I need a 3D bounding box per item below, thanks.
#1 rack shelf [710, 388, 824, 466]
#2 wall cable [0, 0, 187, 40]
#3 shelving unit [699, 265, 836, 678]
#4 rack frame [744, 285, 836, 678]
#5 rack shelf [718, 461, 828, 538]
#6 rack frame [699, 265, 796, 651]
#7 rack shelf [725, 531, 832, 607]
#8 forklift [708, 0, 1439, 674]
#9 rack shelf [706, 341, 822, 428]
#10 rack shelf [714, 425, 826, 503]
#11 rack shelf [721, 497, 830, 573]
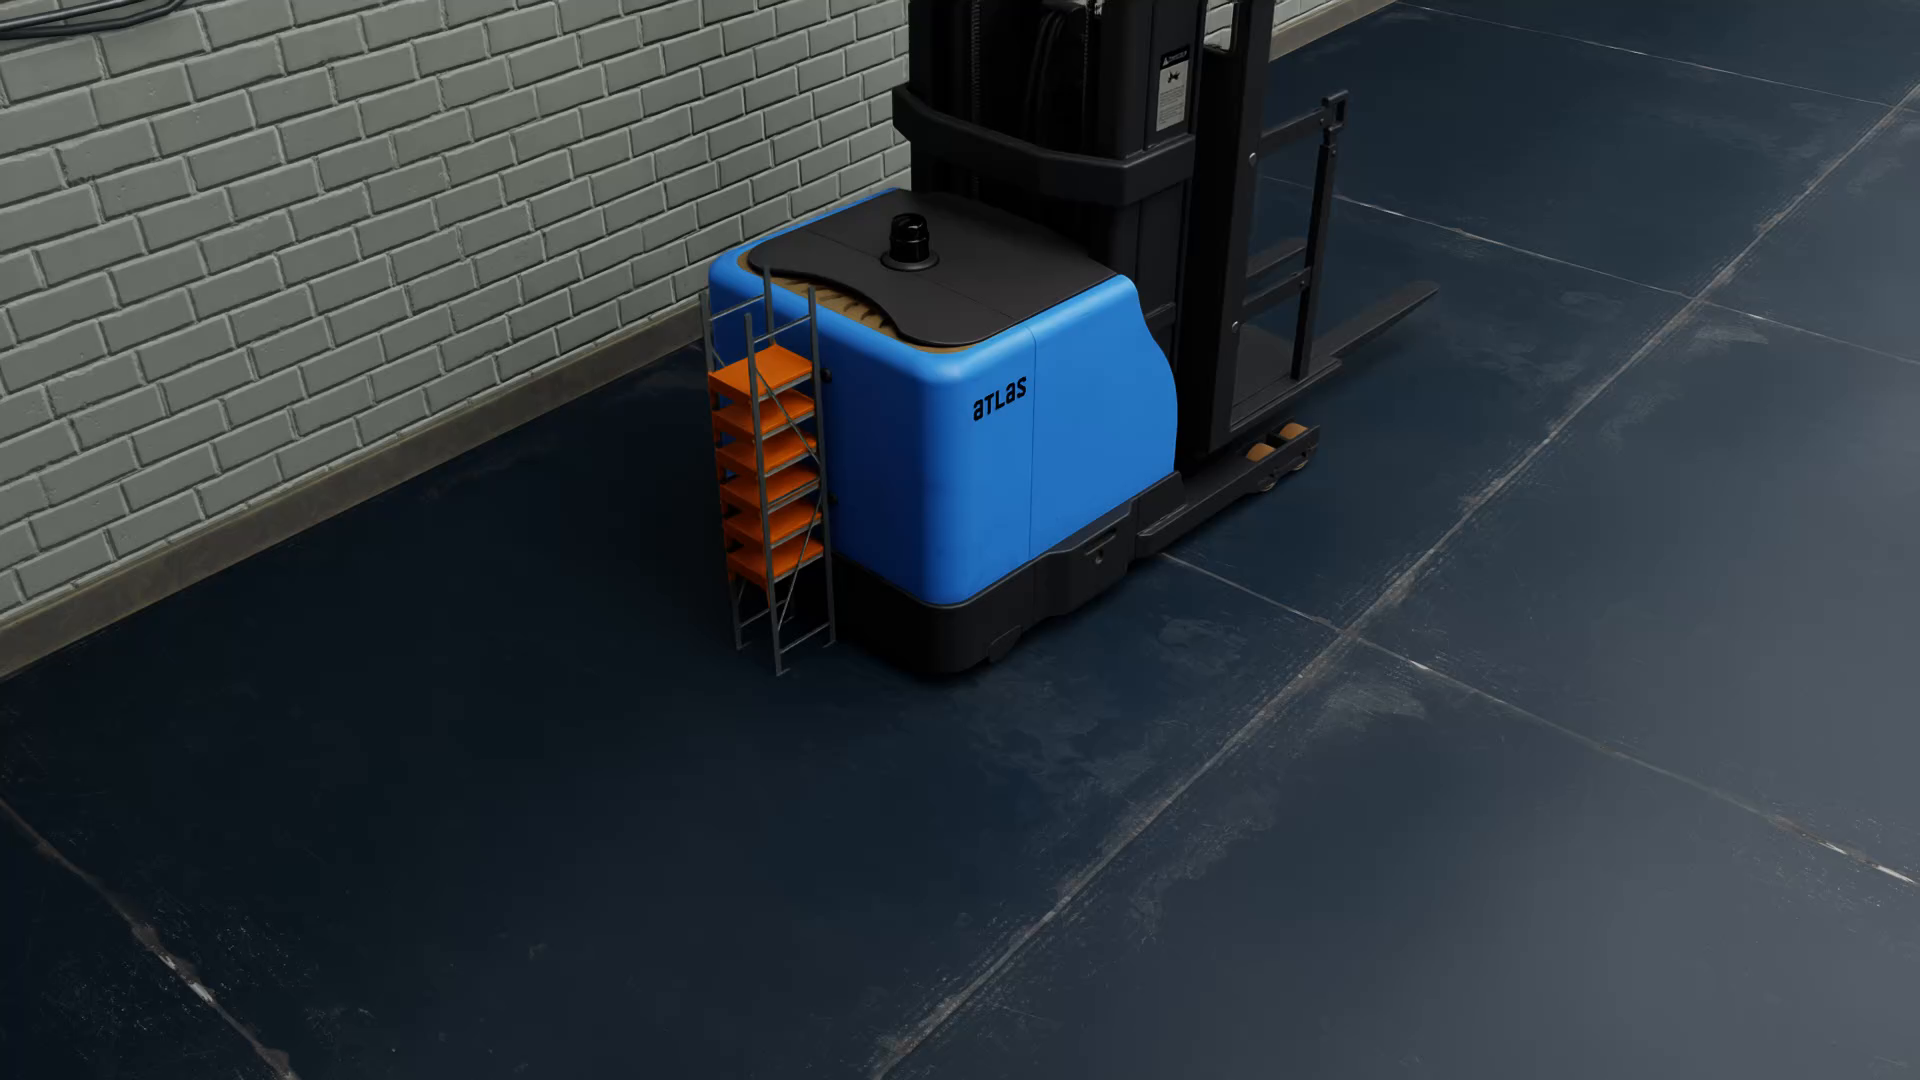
[{"bbox_3d":[-0.534,-0.330,4.621,0.180,0.103,0.258,28,44,35],"label":"rack shelf"},{"bbox_3d":[-2.978,-1.924,3.144,0.112,2.526,3.097,25,42,32],"label":"wall cable"},{"bbox_3d":[-0.533,-0.169,4.733,0.189,1.200,0.258,28,44,35],"label":"shelving unit"},{"bbox_3d":[-0.467,-0.133,4.681,0.006,1.200,0.240,28,44,35],"label":"rack frame"},{"bbox_3d":[-0.533,-0.132,4.758,0.180,0.103,0.258,28,44,35],"label":"rack shelf"},{"bbox_3d":[-0.600,-0.205,4.785,0.006,1.200,0.240,28,44,35],"label":"rack frame"},{"bbox_3d":[-0.532,0.065,4.895,0.180,0.103,0.258,28,44,35],"label":"rack shelf"},{"bbox_3d":[0.628,-1.557,5.227,1.130,2.935,3.031,28,44,35],"label":"forklift"},{"bbox_3d":[-0.535,-0.428,4.553,0.180,0.103,0.258,28,44,35],"label":"rack shelf"},{"bbox_3d":[-0.534,-0.231,4.690,0.180,0.103,0.258,28,44,35],"label":"rack shelf"},{"bbox_3d":[-0.533,-0.034,4.827,0.180,0.103,0.258,28,44,35],"label":"rack shelf"}]
